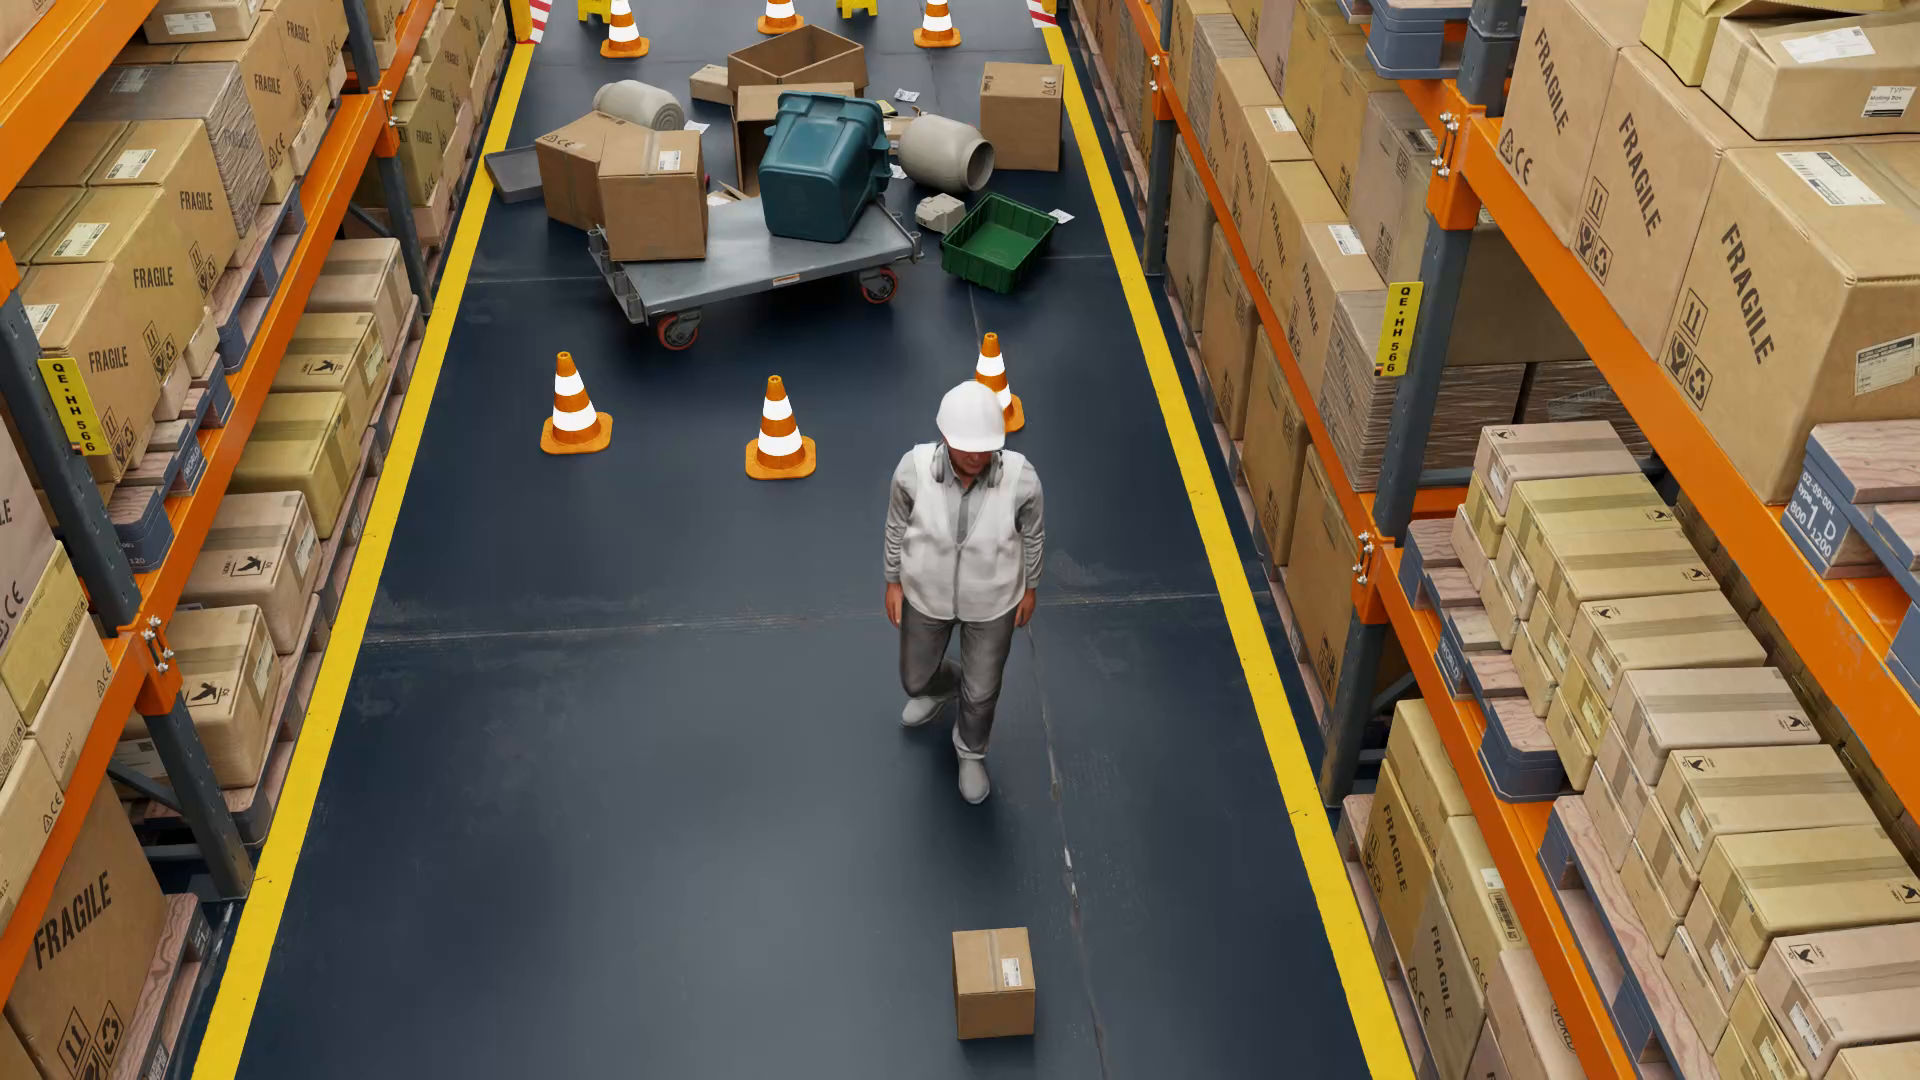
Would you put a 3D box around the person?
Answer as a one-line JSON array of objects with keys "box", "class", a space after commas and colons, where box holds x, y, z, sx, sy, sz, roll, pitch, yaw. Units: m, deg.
[{"box": [0.017, 0.144, 5.957, 0.563, 1.777, 0.552, 4, 39, 5], "class": "person"}]
